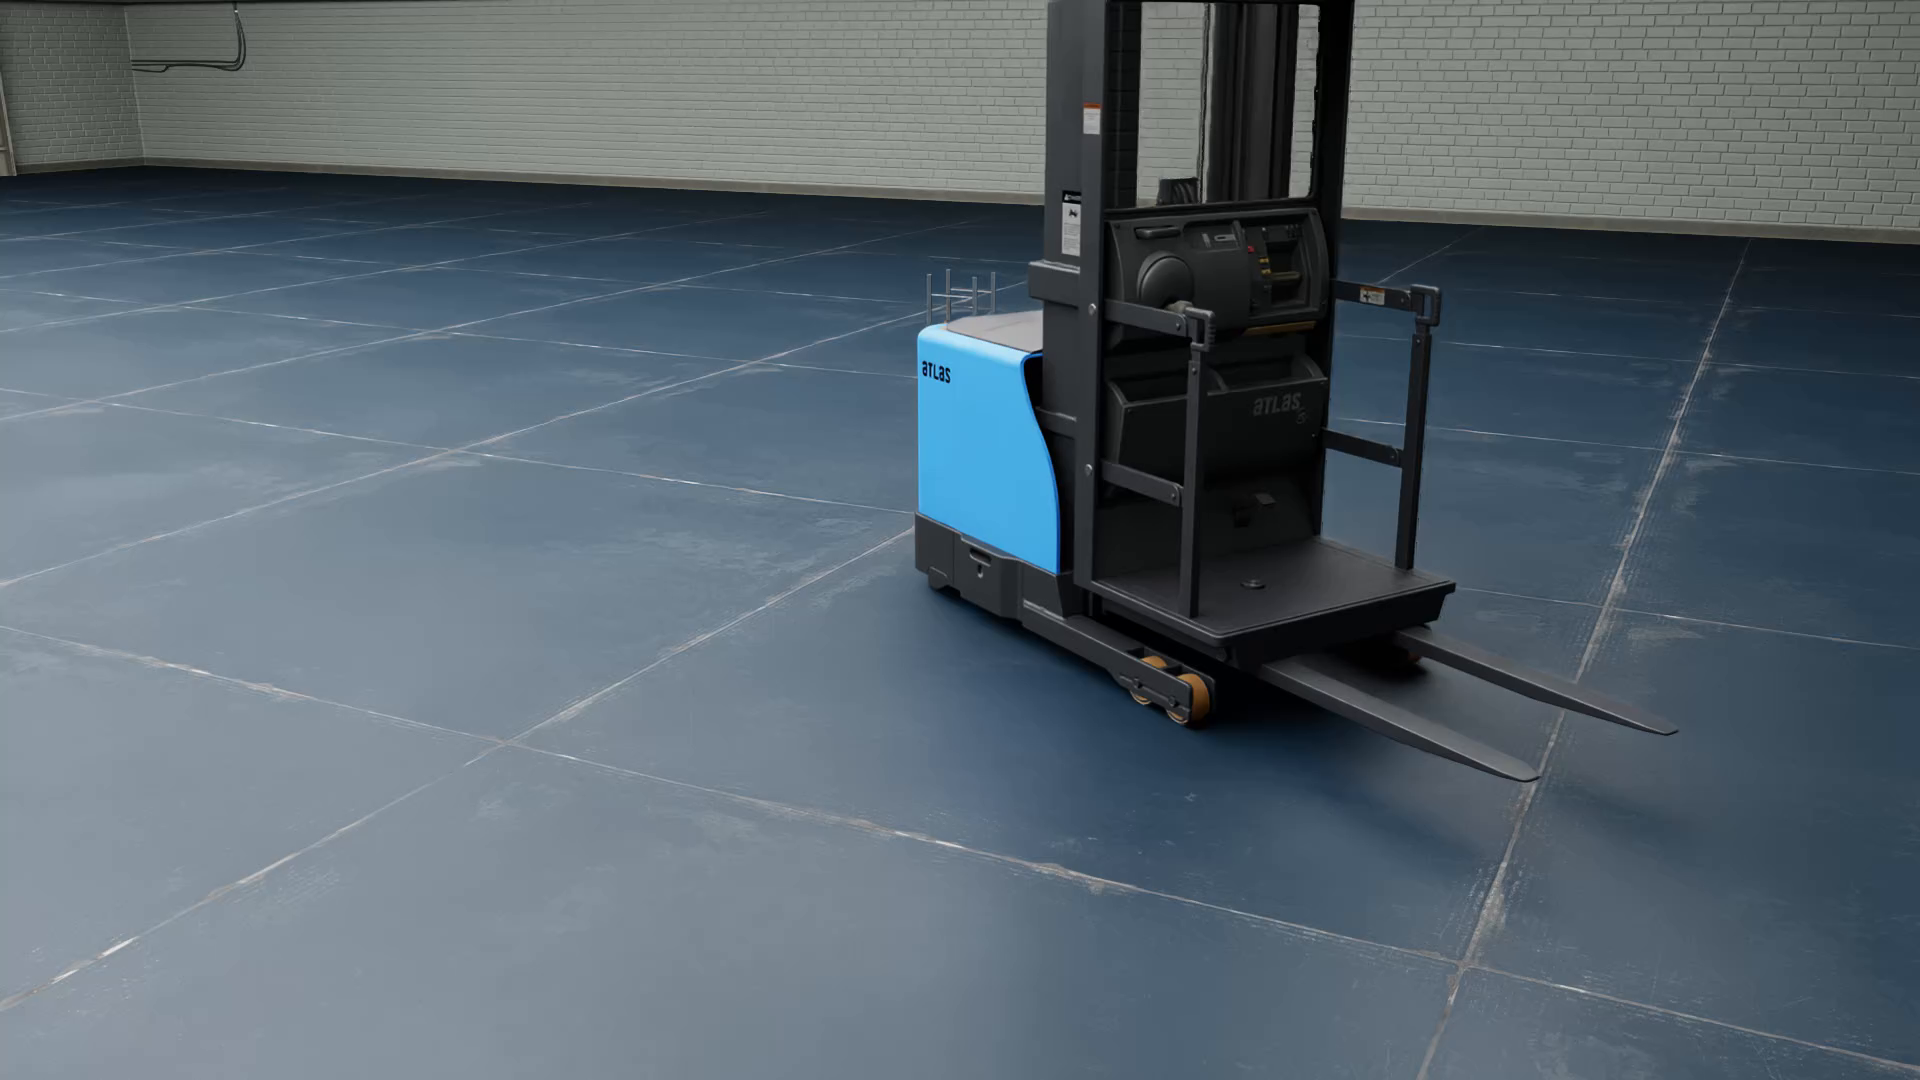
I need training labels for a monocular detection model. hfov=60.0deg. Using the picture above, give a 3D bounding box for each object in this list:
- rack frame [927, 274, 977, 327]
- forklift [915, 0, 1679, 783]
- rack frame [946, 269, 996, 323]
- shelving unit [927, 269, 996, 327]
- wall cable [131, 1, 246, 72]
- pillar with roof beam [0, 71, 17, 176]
[{"bbox_3d":[-0.034,-0.556,7.287,0.240,1.200,0.006,8,18,25],"label":"rack frame"},{"bbox_3d":[1.022,-0.950,5.575,1.130,2.935,3.031,-10,19,-31],"label":"forklift"},{"bbox_3d":[0.047,-0.602,7.444,0.240,1.200,0.006,8,18,25],"label":"rack frame"},{"bbox_3d":[0.006,-0.579,7.366,0.258,1.200,0.189,8,18,25],"label":"shelving unit"},{"bbox_3d":[-14.007,-9.671,29.733,3.097,2.526,0.112,8,18,25],"label":"wall cable"},{"bbox_3d":[-12.655,-10.029,25.487,9.100,9.000,0.400,8,18,25],"label":"pillar with roof beam"}]
